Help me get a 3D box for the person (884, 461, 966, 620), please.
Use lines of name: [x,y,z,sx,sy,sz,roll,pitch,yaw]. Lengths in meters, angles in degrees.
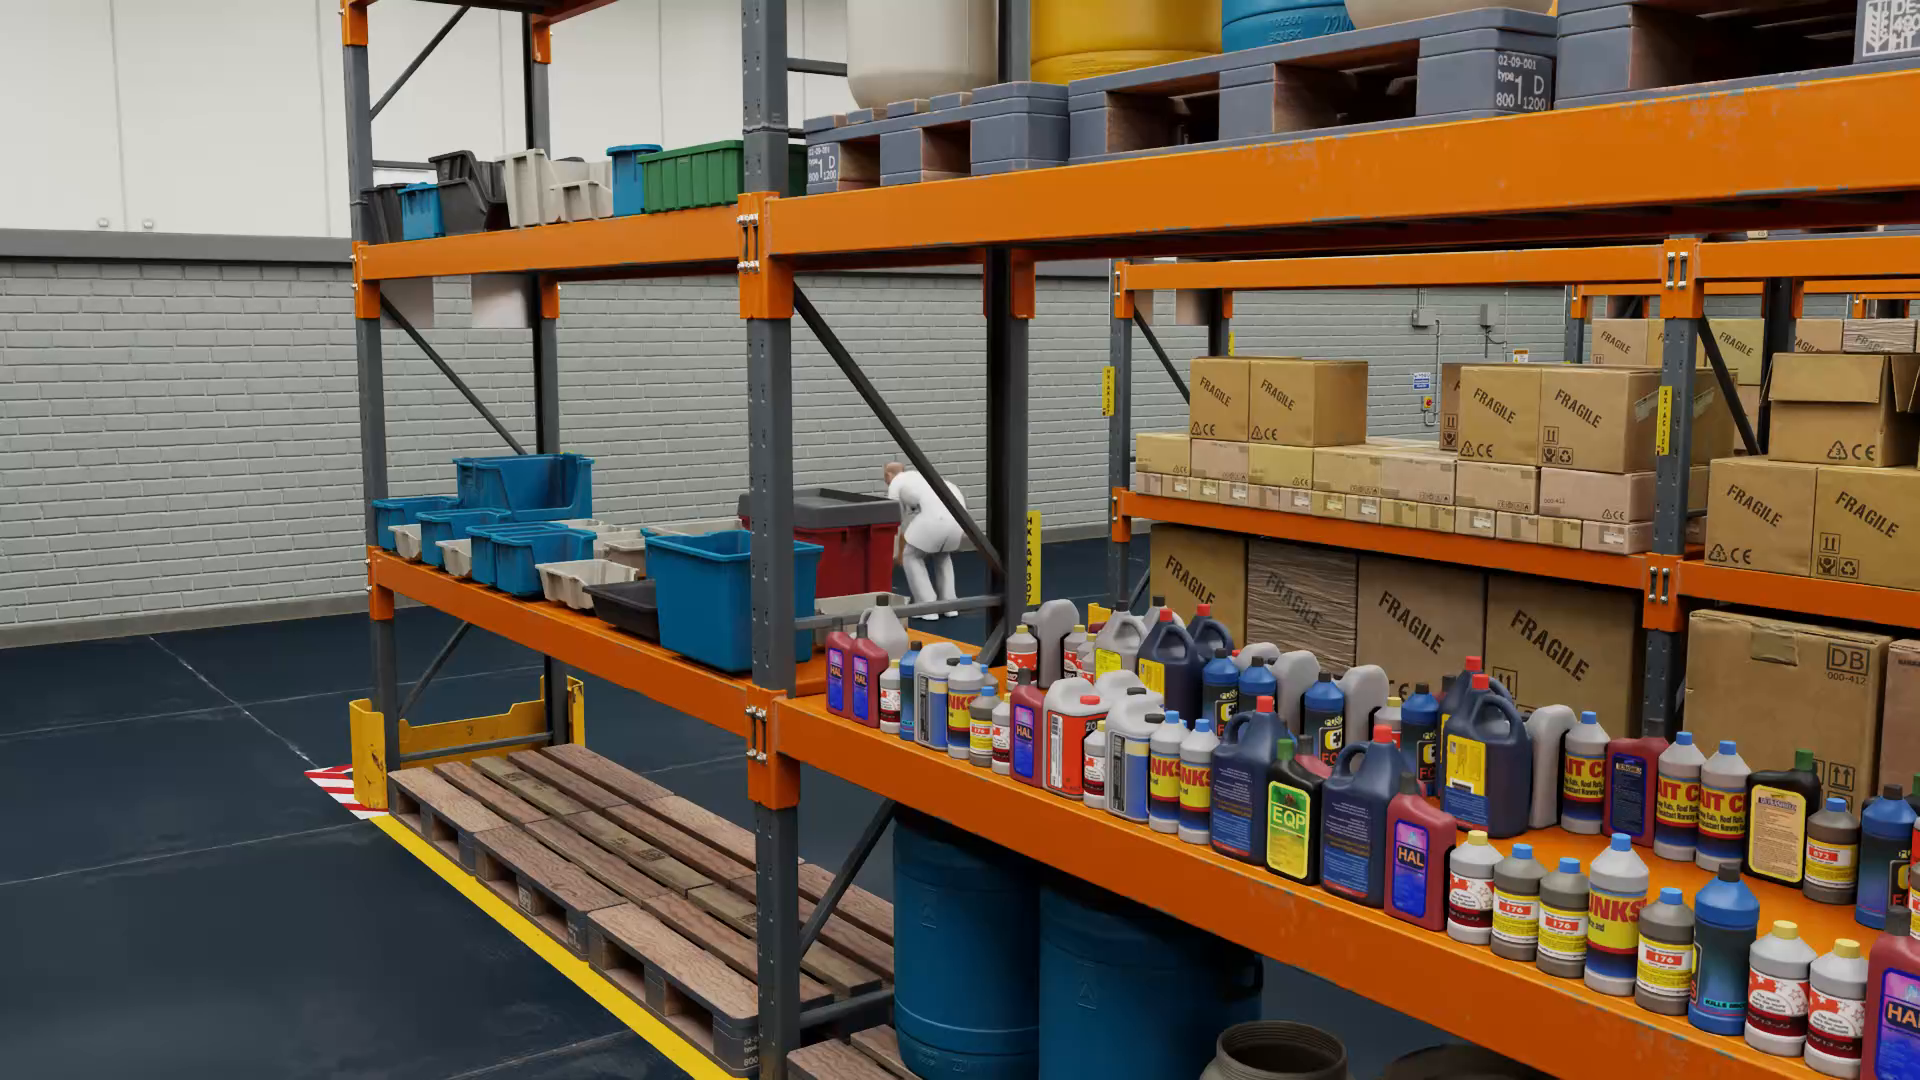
person: [-0.324,0.028,13.857,0.569,1.193,0.915,-6,10,-38]
